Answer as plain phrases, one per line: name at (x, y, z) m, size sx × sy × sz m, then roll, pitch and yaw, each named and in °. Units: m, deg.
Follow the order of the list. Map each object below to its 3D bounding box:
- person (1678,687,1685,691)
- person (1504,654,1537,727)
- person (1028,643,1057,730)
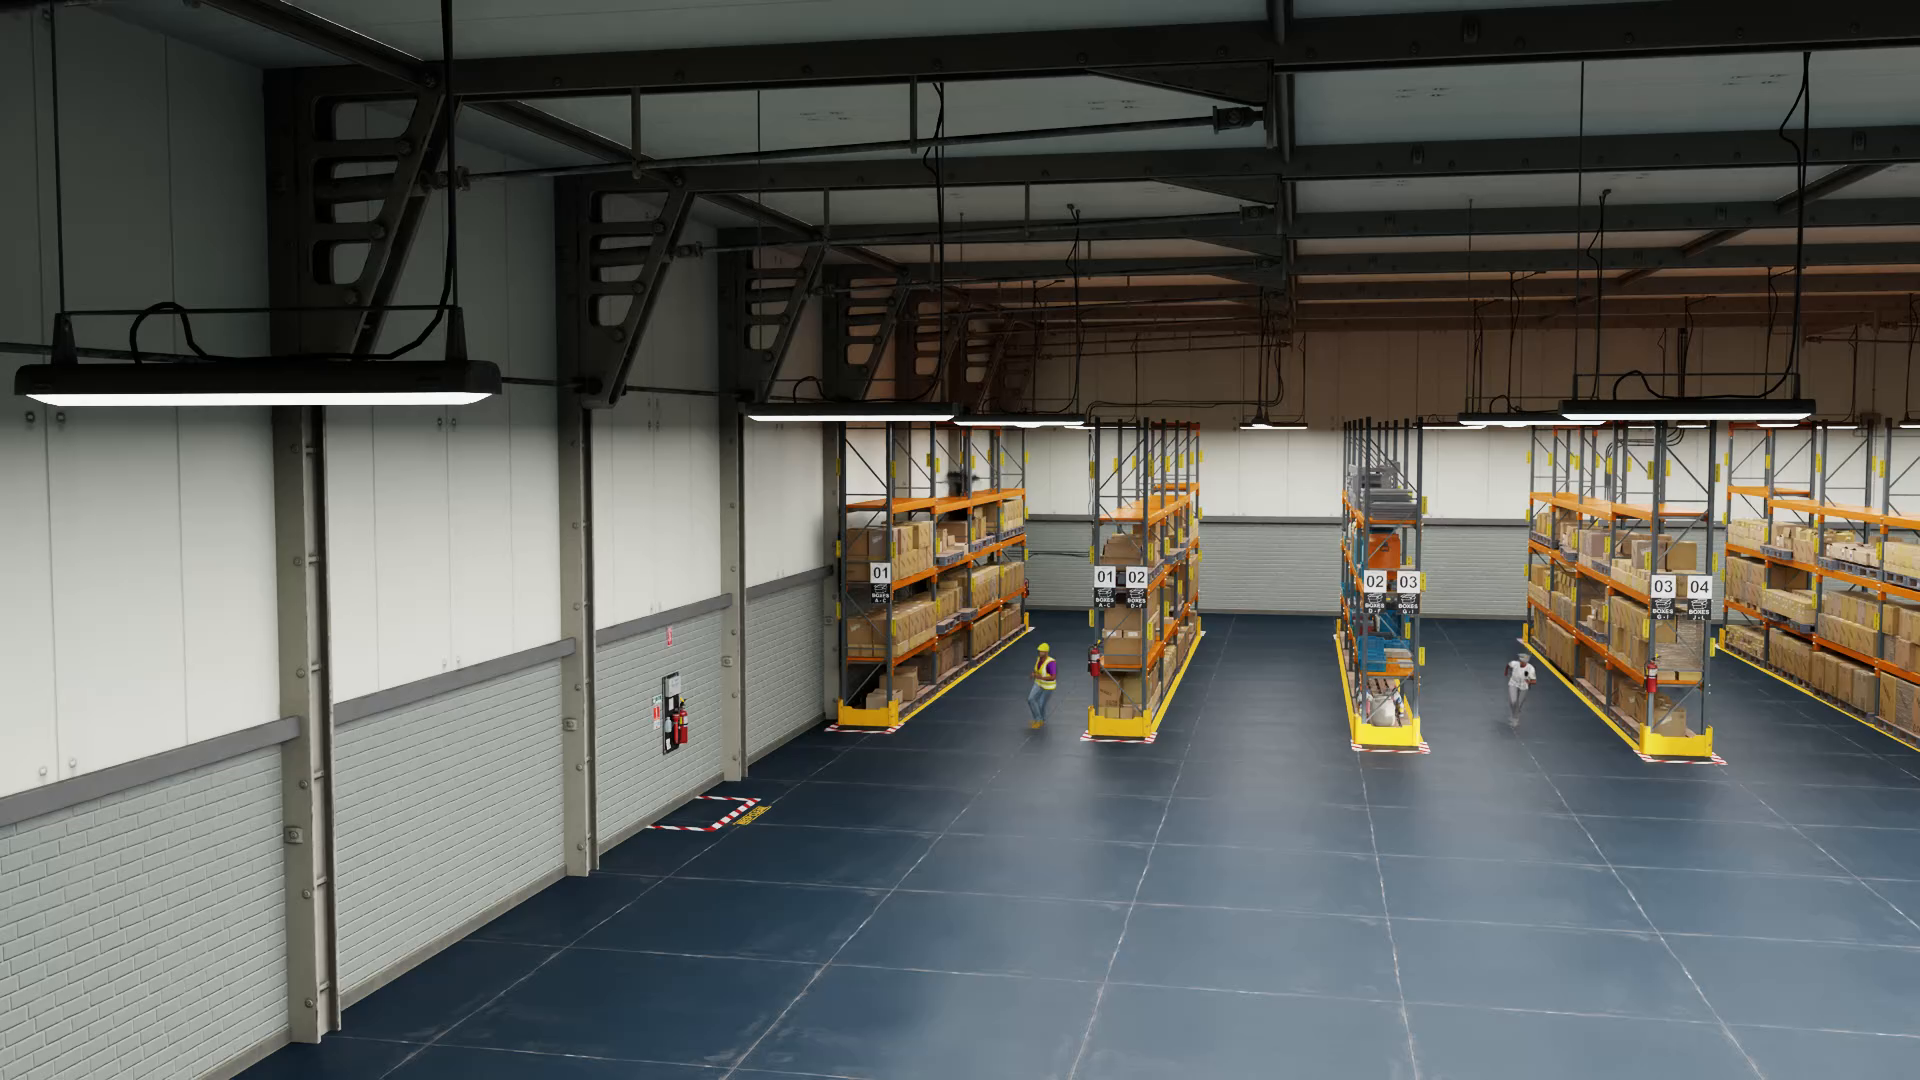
person at (16.026, 2.604, 36.811) m, size 0.612 × 1.481 × 0.901 m, roll 1°, pitch 4°, yaw 18°
person at (10.877, 2.887, 32.273) m, size 0.540 × 1.442 × 1.076 m, roll 1°, pitch 4°, yaw 12°
person at (1.567, 2.792, 31.935) m, size 0.835 × 1.664 × 0.727 m, roll 3°, pitch 5°, yaw 36°
